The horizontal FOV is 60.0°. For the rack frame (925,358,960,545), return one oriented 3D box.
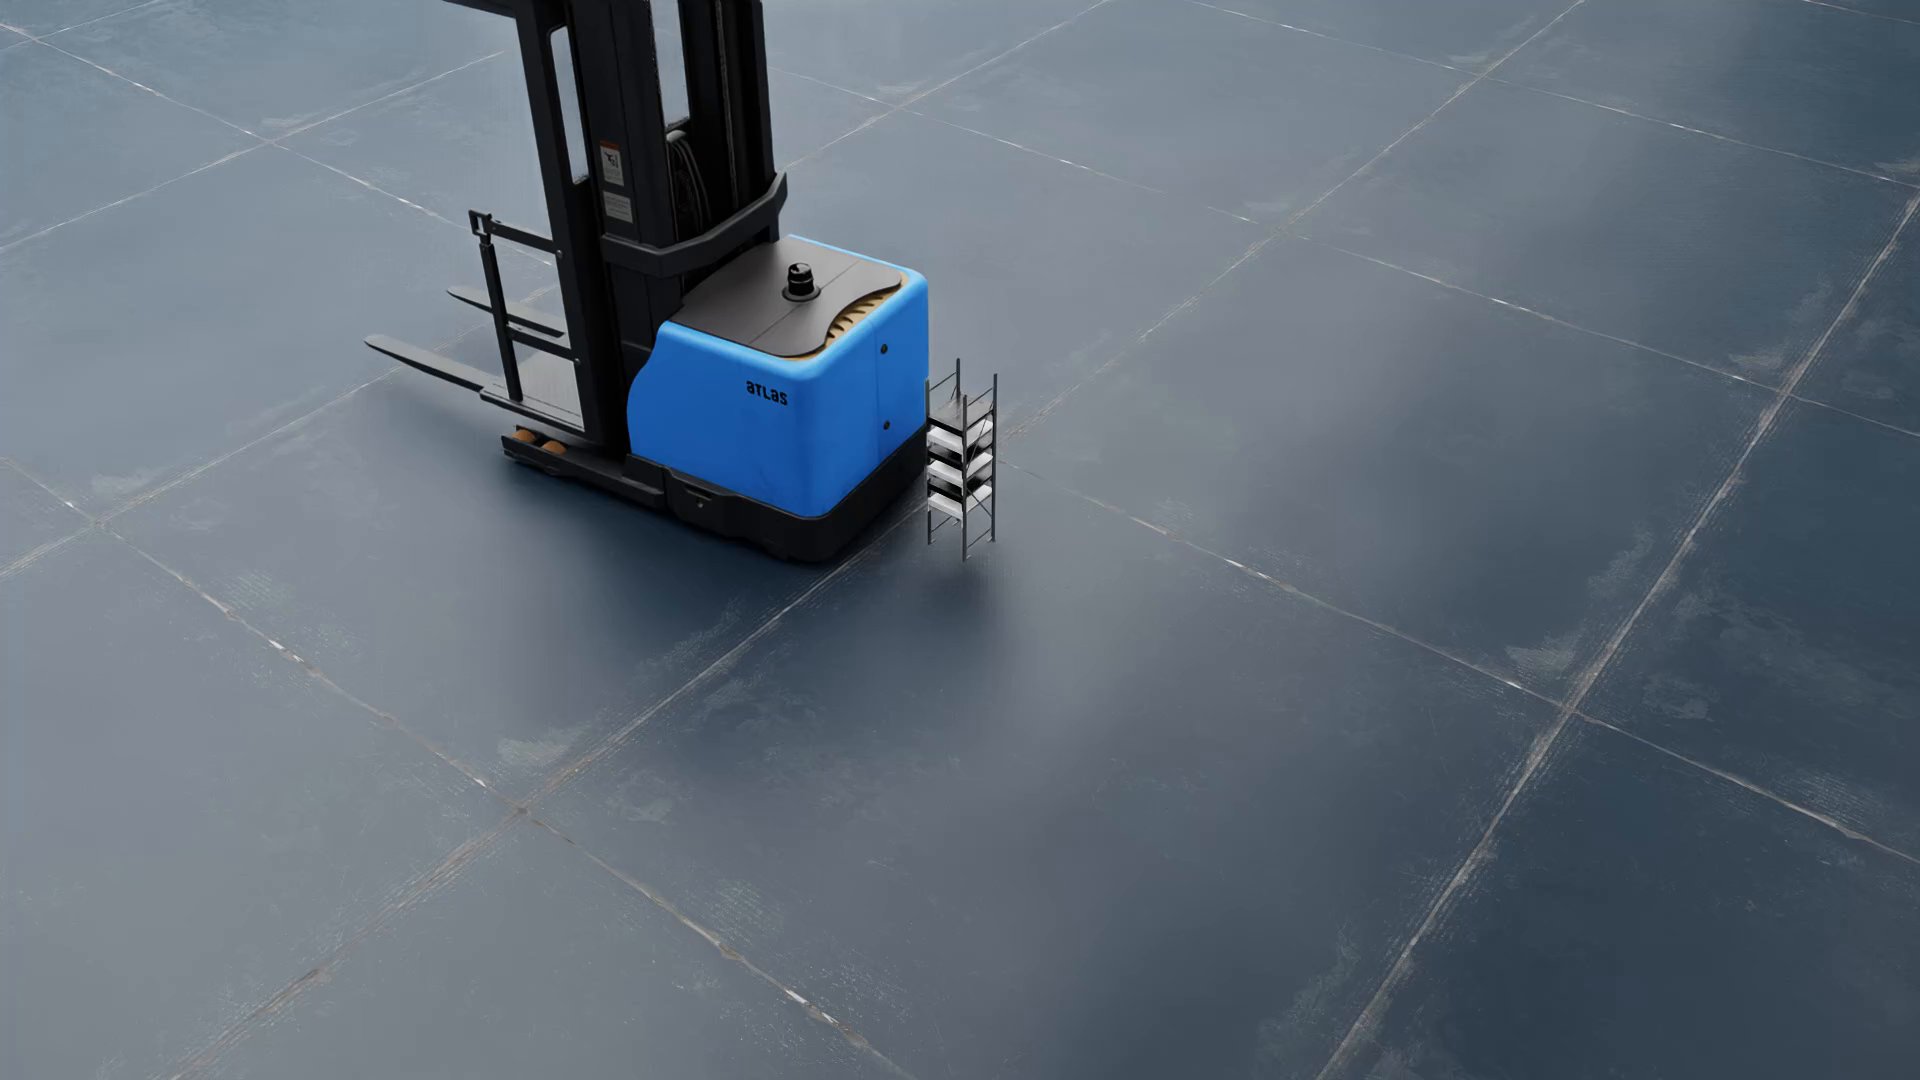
[{"bbox_3d":[-0.074,-0.389,7.517,0.006,0.900,0.240,25,45,29],"label":"rack frame"}]

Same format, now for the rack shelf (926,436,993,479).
[{"bbox_3d":[0.006,-0.396,7.434,0.200,0.077,0.258,25,45,29],"label":"rack shelf"}]

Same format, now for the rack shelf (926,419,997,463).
[{"bbox_3d":[0.006,-0.467,7.378,0.200,0.077,0.258,25,45,29],"label":"rack shelf"}]

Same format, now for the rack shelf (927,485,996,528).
[{"bbox_3d":[0.006,-0.183,7.600,0.200,0.077,0.258,25,45,29],"label":"rack shelf"}]

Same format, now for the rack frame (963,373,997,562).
[{"bbox_3d":[0.087,-0.313,7.420,0.006,0.900,0.240,25,45,29],"label":"rack frame"}]

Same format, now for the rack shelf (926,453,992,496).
[{"bbox_3d":[0.006,-0.325,7.489,0.200,0.077,0.258,25,45,29],"label":"rack shelf"}]

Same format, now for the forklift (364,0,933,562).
[{"bbox_3d":[-1.662,-1.729,7.581,3.031,2.935,1.130,20,42,24],"label":"forklift"}]

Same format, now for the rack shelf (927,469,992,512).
[{"bbox_3d":[0.006,-0.254,7.545,0.200,0.077,0.258,25,45,29],"label":"rack shelf"}]

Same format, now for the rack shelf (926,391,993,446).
[{"bbox_3d":[0.006,-0.538,7.323,0.200,0.077,0.258,25,45,29],"label":"rack shelf"}]

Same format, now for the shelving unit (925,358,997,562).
[{"bbox_3d":[0.006,-0.351,7.469,0.210,0.900,0.258,25,45,29],"label":"shelving unit"}]
